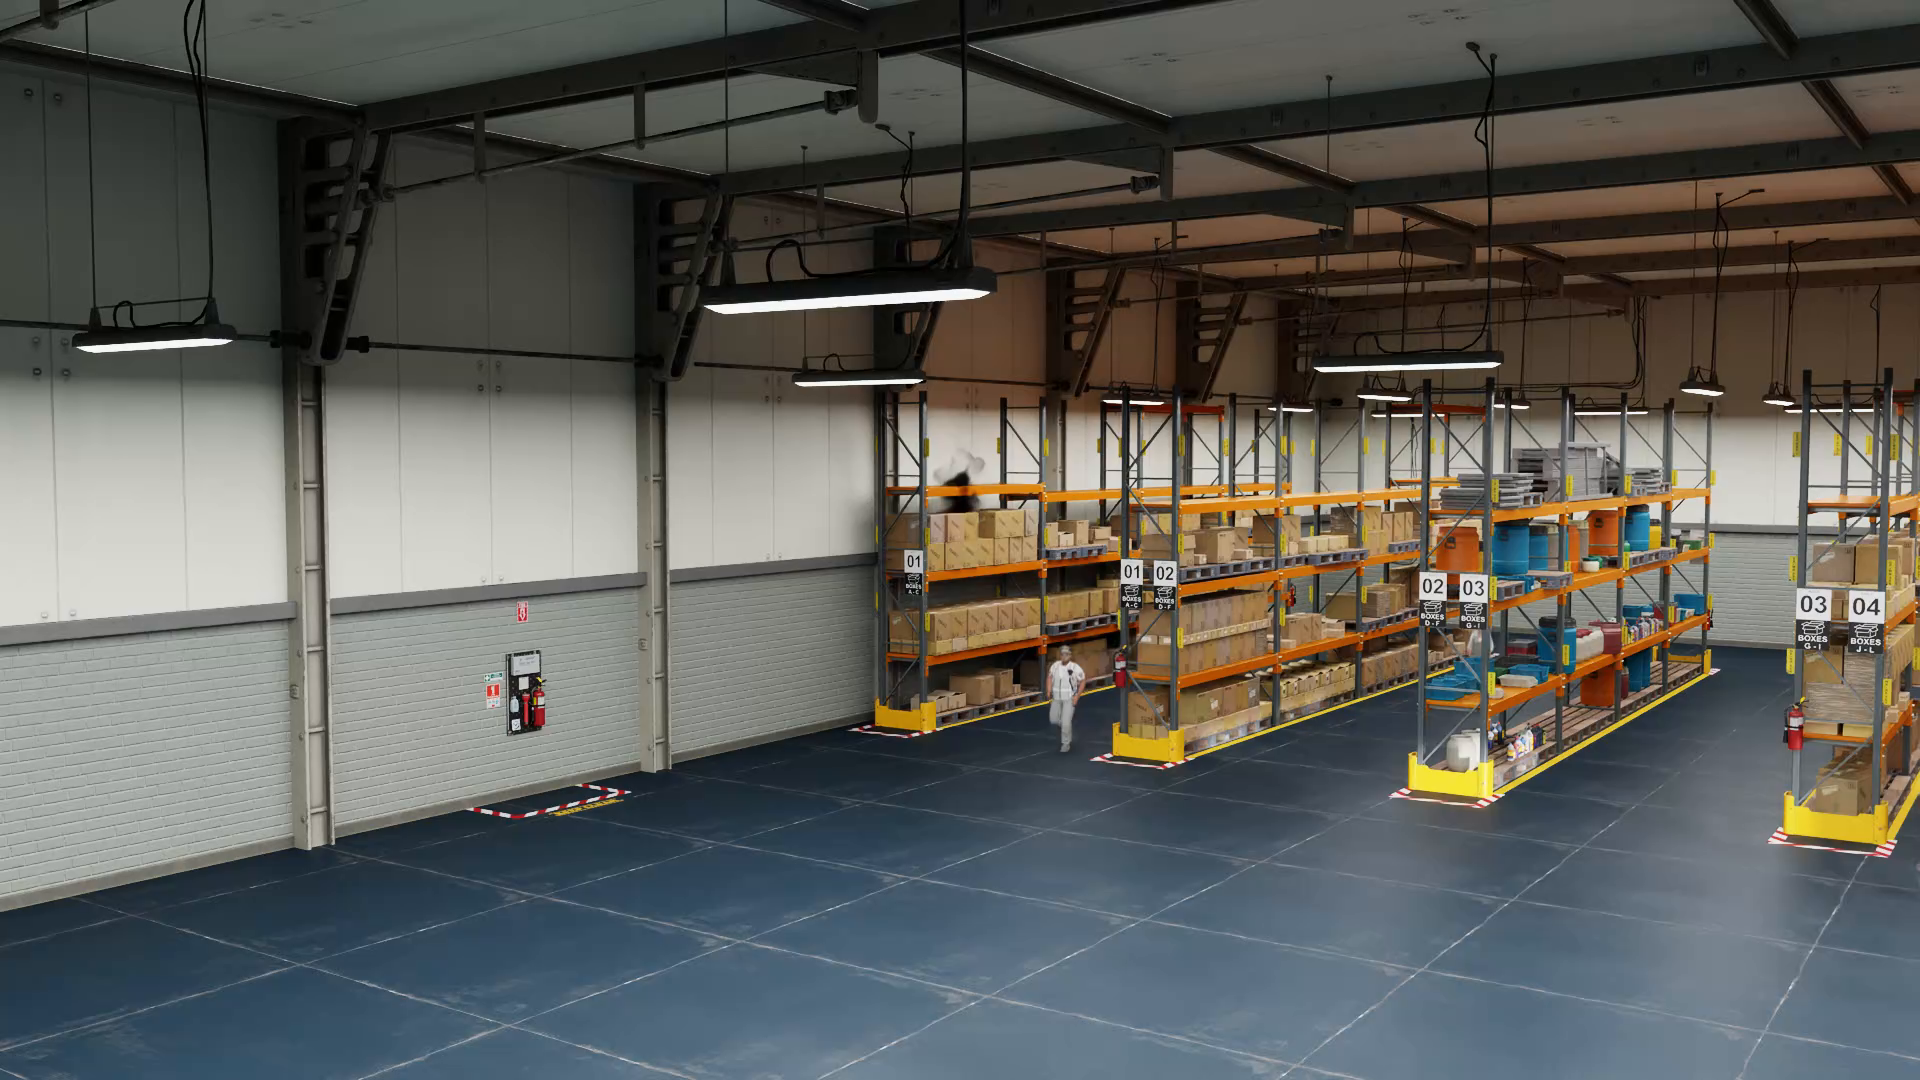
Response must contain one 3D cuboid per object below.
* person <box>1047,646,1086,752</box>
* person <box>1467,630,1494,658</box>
[{"bbox_3d":[1.734,2.614,27.555,0.695,1.754,0.549,2,4,27],"label":"person"},{"bbox_3d":[10.456,2.384,33.395,0.521,1.550,0.577,1,3,23],"label":"person"}]
